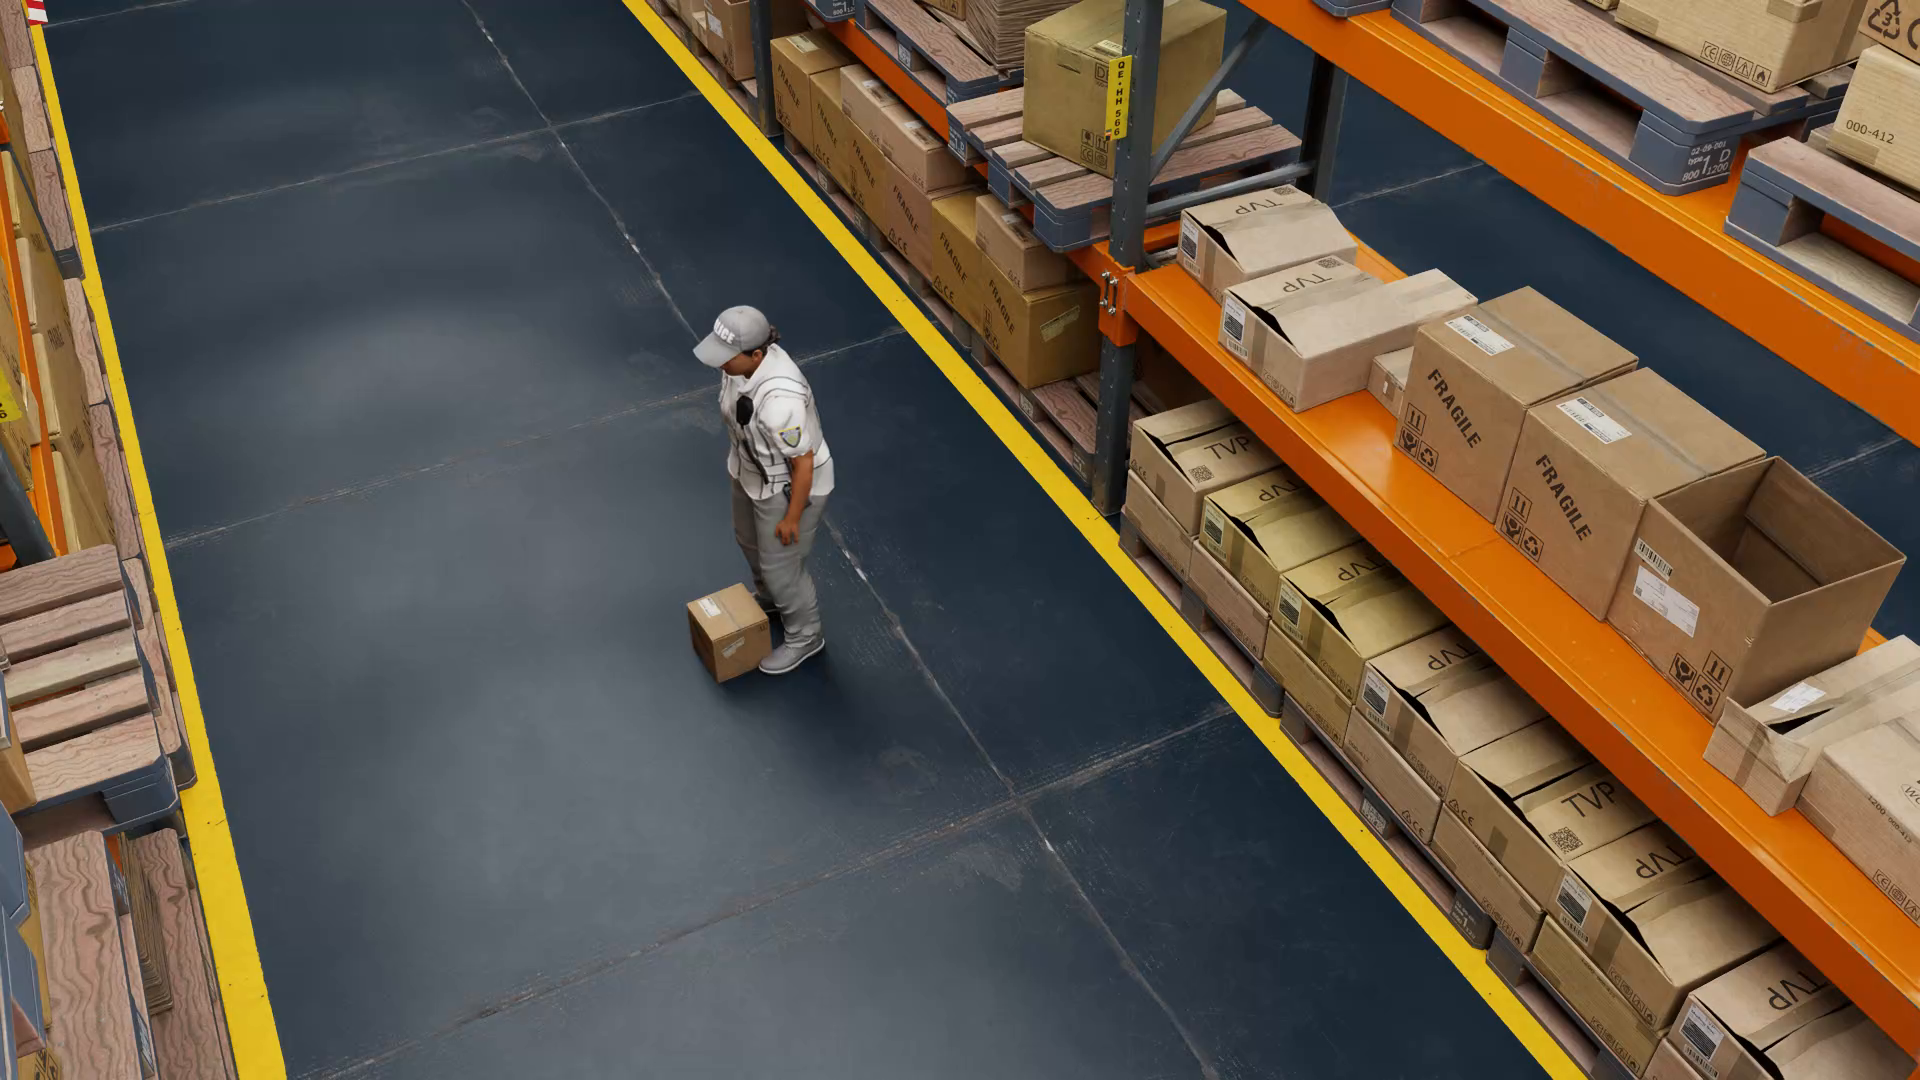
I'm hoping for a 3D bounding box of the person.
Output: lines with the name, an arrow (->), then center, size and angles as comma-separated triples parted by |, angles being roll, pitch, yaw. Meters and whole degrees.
person -> -0.745, -0.217, 6.398 | 0.463, 1.667, 0.563 | -21, 46, -22
